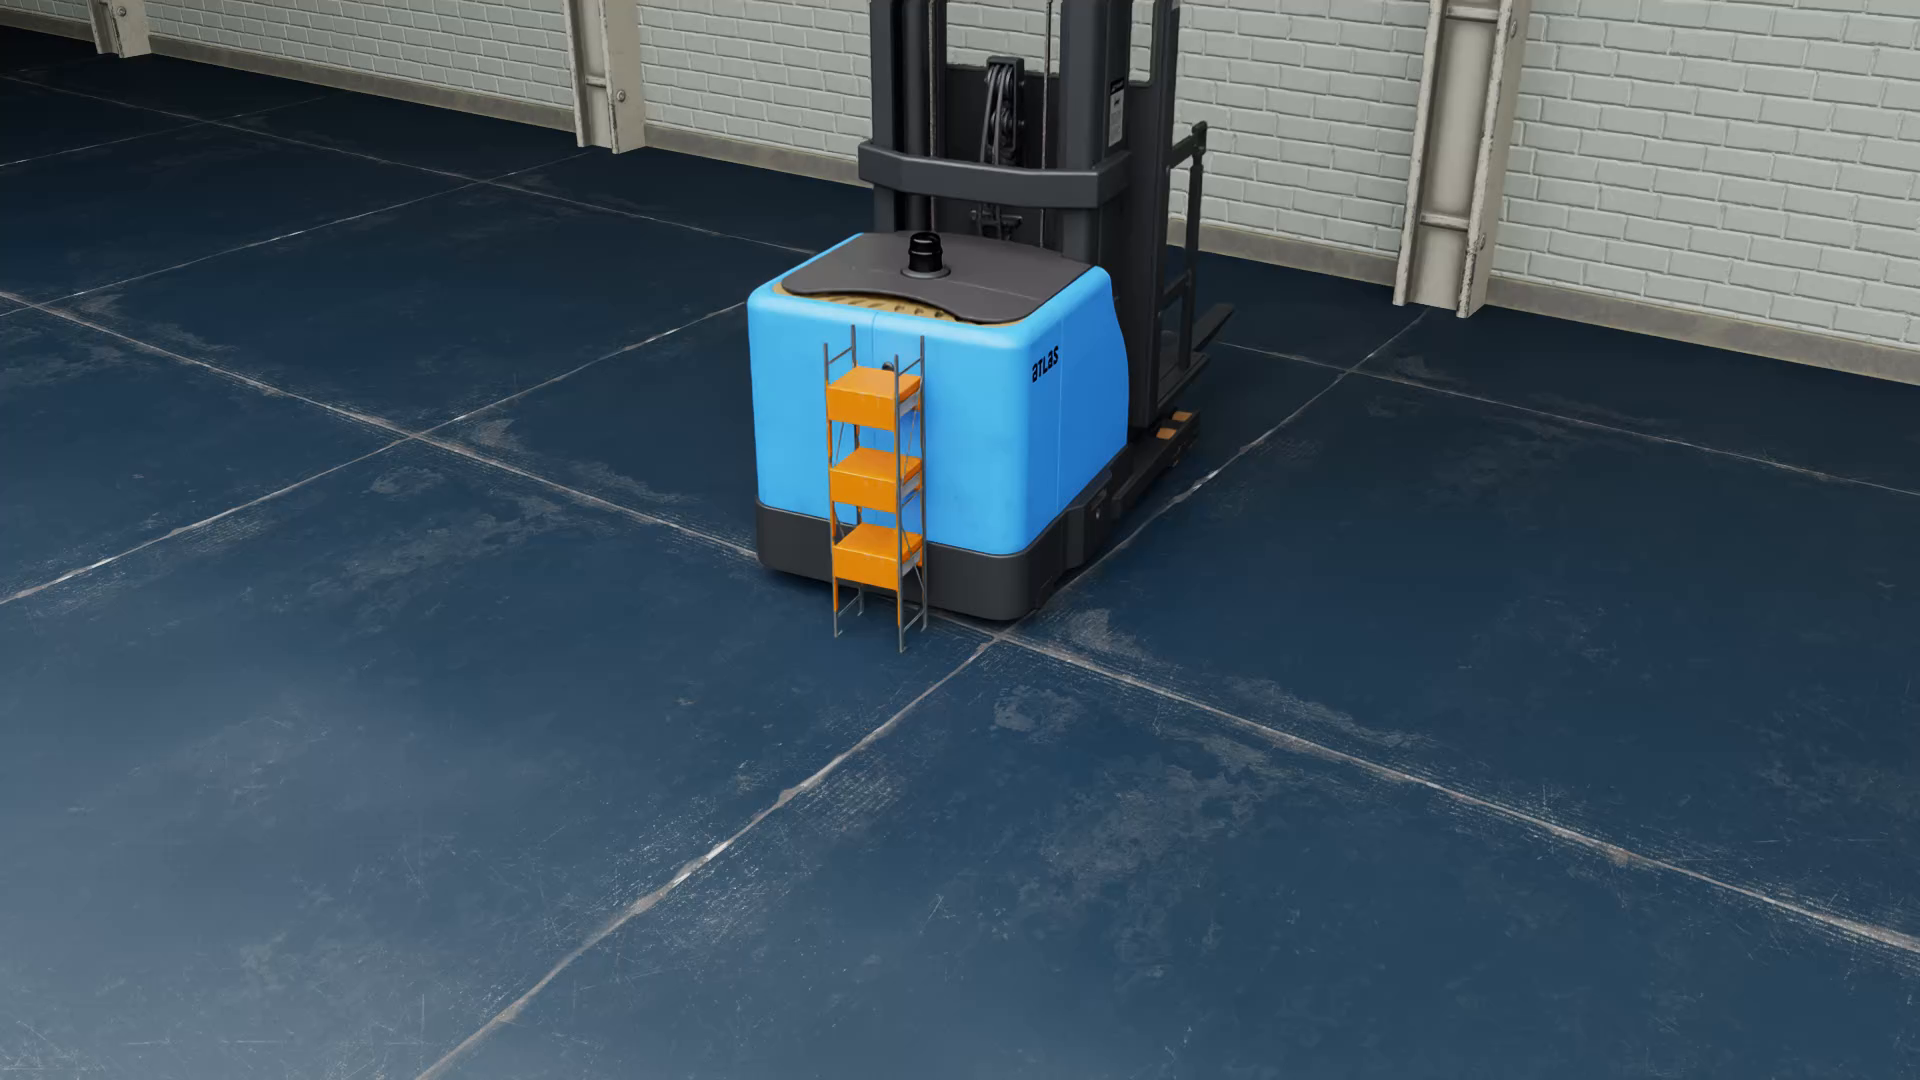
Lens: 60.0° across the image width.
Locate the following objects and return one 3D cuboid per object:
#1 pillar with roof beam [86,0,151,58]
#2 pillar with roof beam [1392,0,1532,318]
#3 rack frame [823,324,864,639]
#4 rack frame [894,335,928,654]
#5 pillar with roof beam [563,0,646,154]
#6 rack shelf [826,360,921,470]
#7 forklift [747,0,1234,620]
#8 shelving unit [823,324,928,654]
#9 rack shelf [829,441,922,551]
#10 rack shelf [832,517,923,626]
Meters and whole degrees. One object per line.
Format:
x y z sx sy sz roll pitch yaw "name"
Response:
-9.826 -6.720 9.532 0.400 9.000 9.100 17 32 30 "pillar with roof beam"
0.065 -3.638 3.477 0.400 9.000 9.100 17 32 30 "pillar with roof beam"
-0.378 -0.178 5.442 0.008 1.050 0.200 12 29 22 "rack frame"
-0.156 -0.132 5.352 0.008 1.050 0.200 12 29 22 "rack frame"
-4.881 -5.179 6.505 0.400 9.000 9.100 17 32 30 "pillar with roof beam"
-0.267 -0.398 5.273 0.240 0.259 0.215 12 29 22 "rack shelf"
0.362 -1.679 6.317 1.130 2.935 3.031 12 29 22 "forklift"
-0.267 -0.155 5.397 0.252 1.050 0.215 12 29 22 "shelving unit"
-0.267 -0.145 5.402 0.240 0.259 0.215 12 29 22 "rack shelf"
-0.267 0.102 5.528 0.240 0.259 0.215 12 29 22 "rack shelf"
